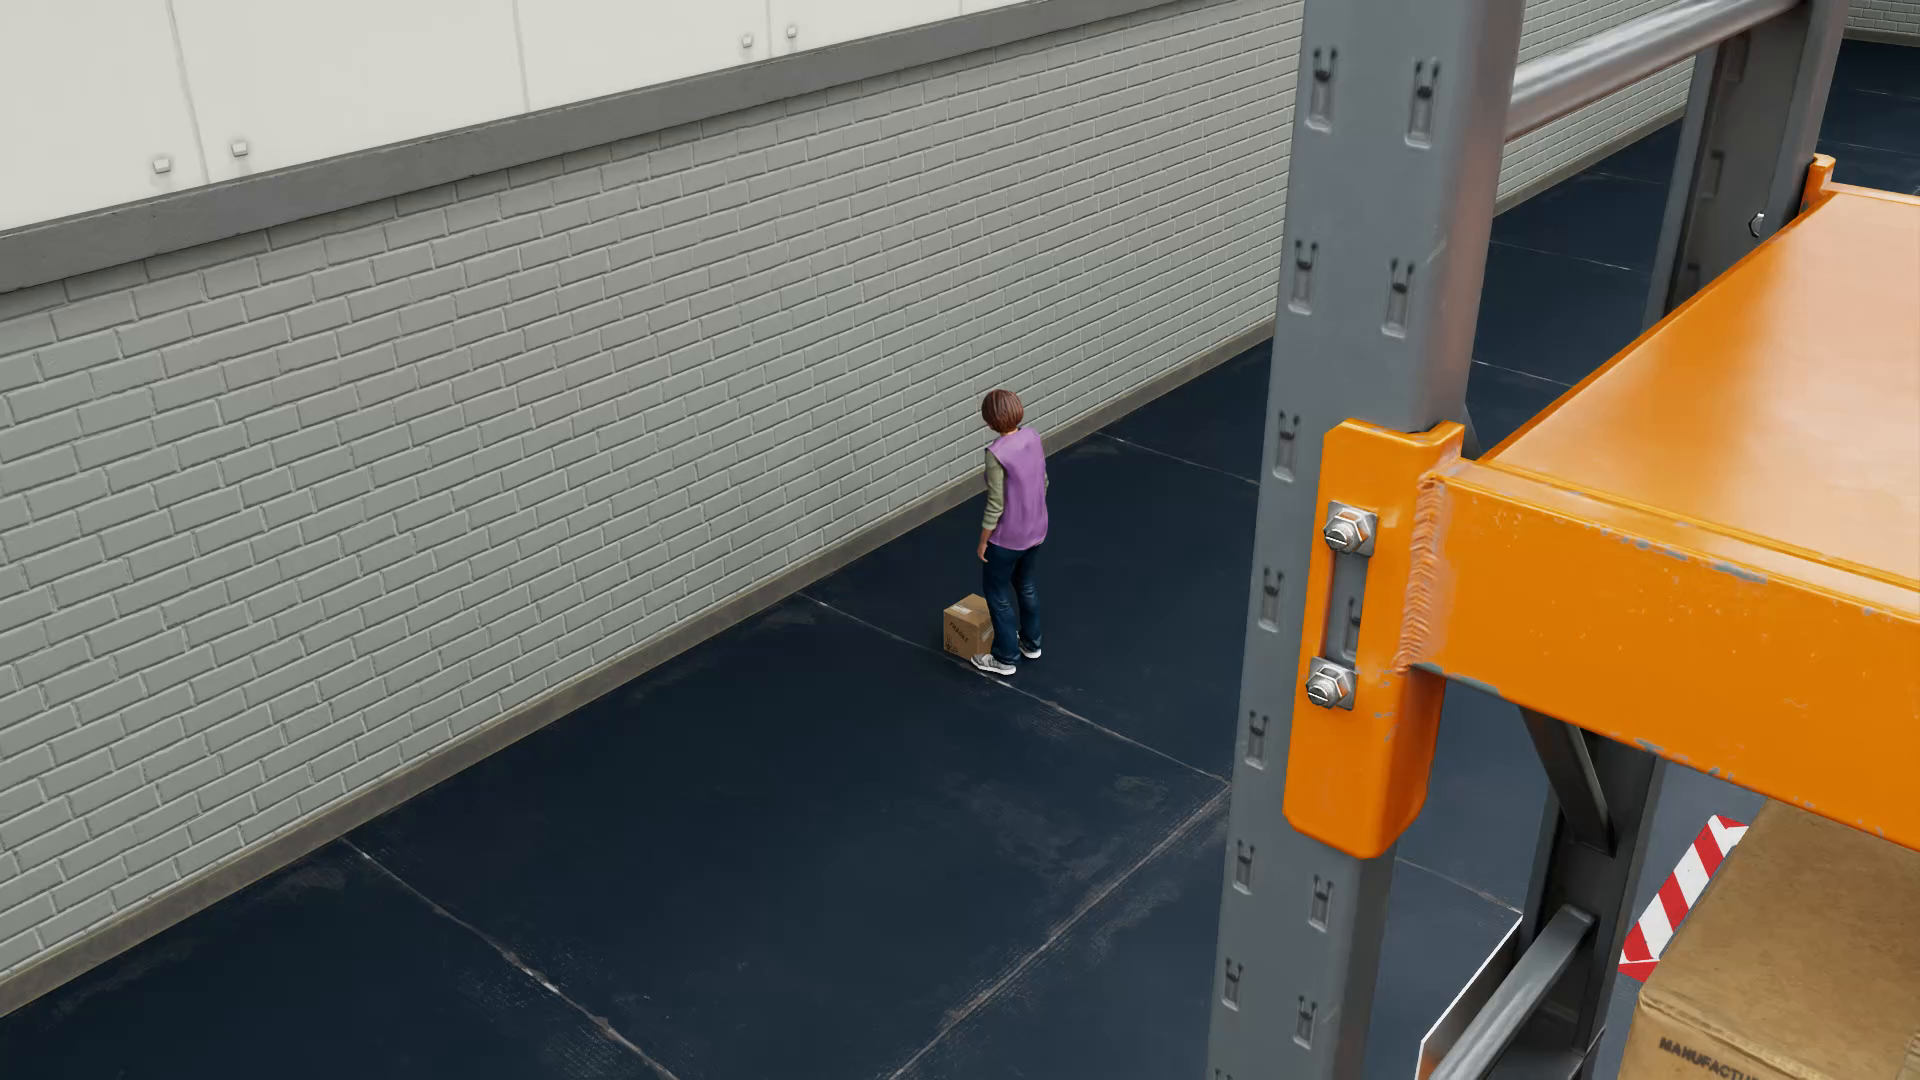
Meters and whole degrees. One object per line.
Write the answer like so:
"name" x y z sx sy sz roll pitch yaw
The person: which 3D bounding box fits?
"person" 0.270 -0.033 8.697 0.344 1.591 0.461 22 35 36
